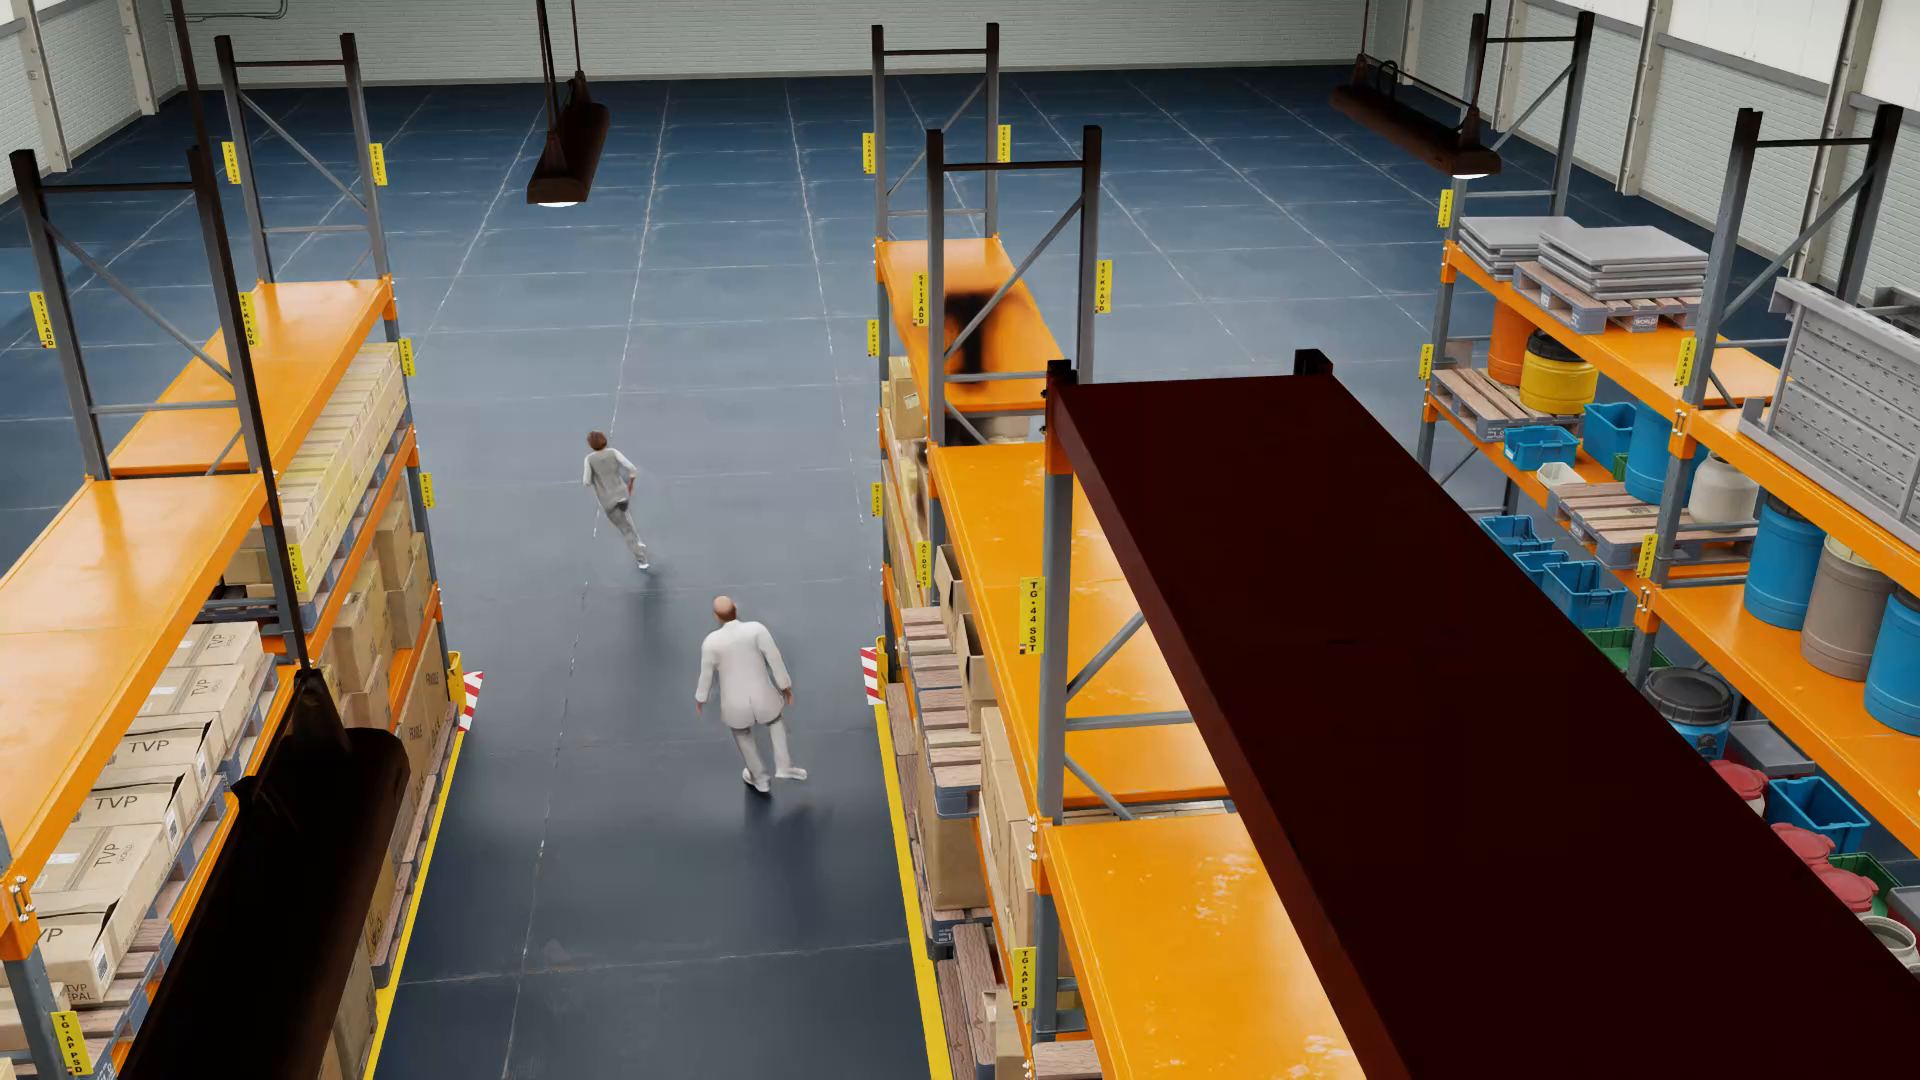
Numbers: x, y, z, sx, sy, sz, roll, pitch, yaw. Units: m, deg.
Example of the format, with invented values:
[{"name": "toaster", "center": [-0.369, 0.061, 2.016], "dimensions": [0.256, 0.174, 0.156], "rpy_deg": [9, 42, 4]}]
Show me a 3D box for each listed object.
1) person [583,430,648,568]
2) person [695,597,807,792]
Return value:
[{"name": "person", "center": [-3.586, -0.427, 17.575], "dimensions": [0.689, 1.552, 0.695], "rpy_deg": [-17, 30, -31]}, {"name": "person", "center": [-1.741, 1.309, 13.765], "dimensions": [0.845, 1.699, 0.657], "rpy_deg": [-8, 27, -17]}]
